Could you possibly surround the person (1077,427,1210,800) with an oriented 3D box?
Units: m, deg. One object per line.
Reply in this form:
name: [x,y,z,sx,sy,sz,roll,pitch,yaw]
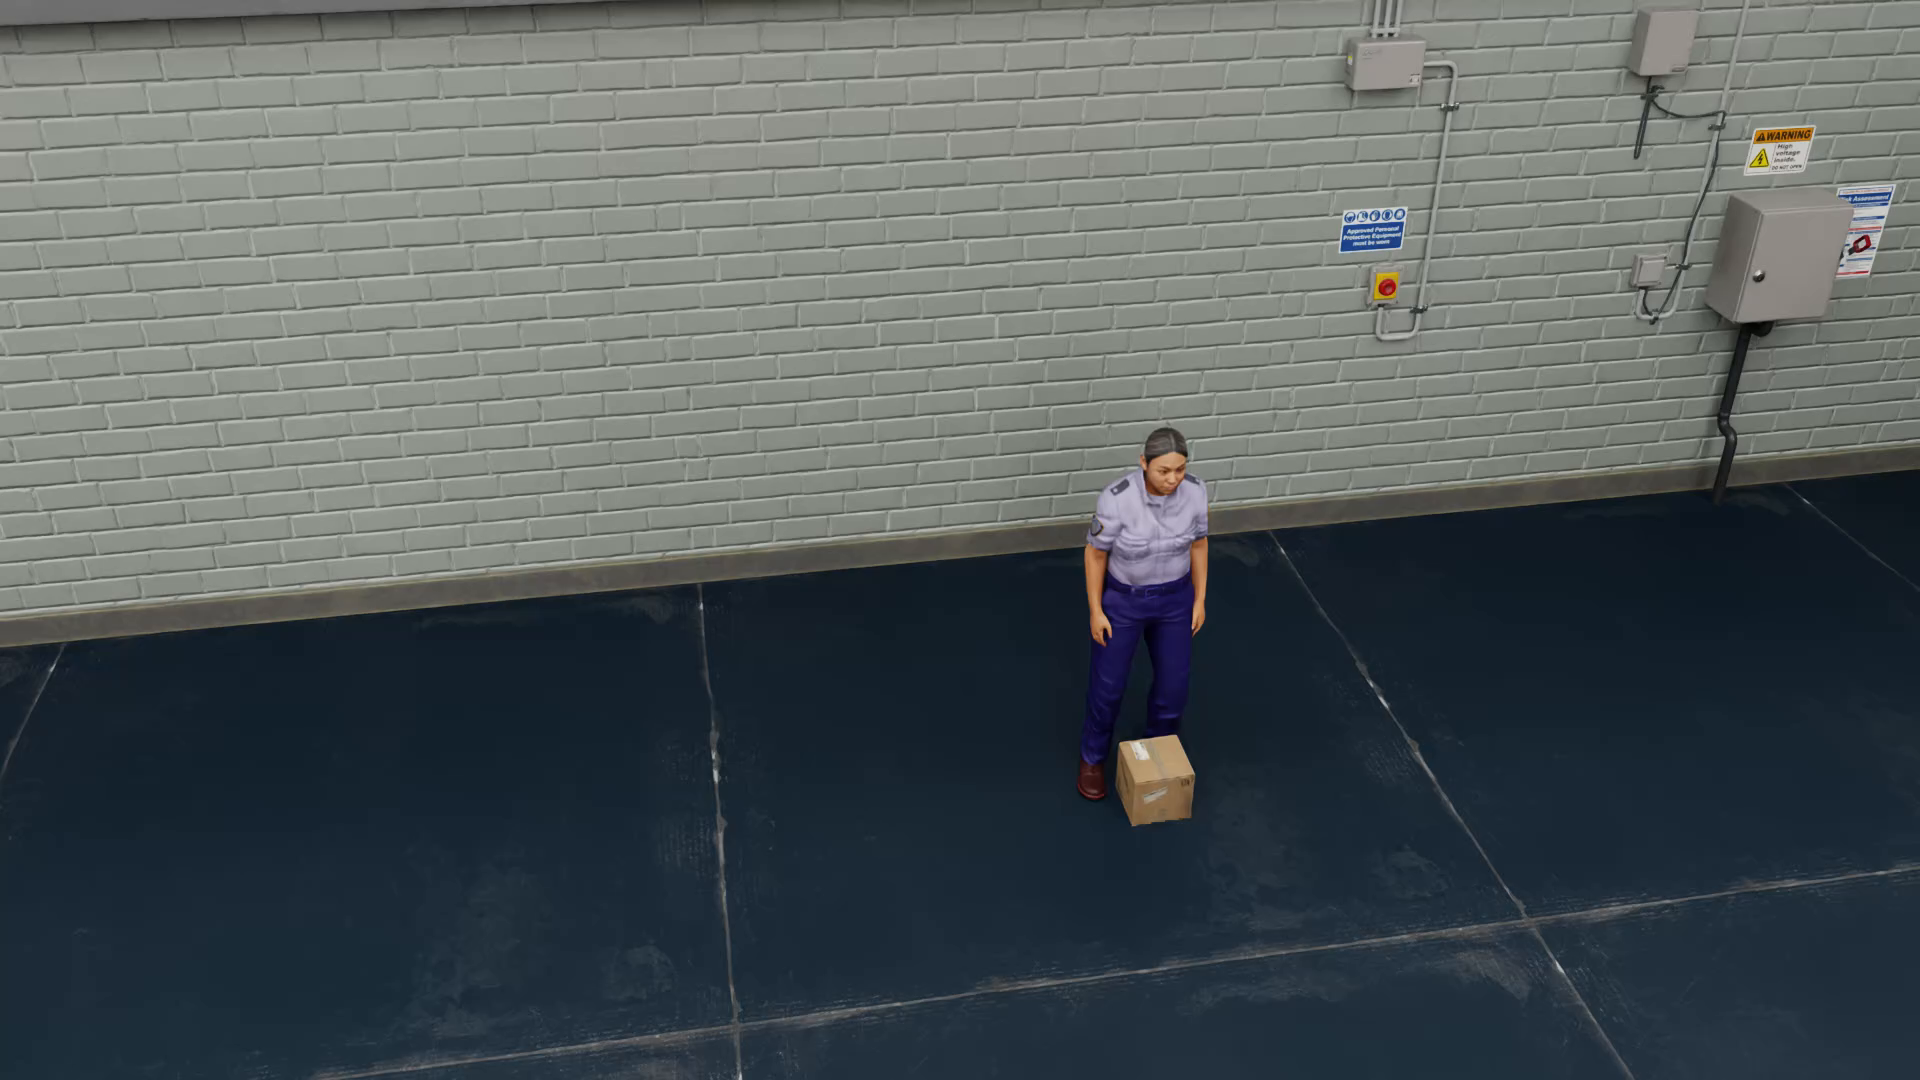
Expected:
person: [0.743,0.282,6.667,0.537,1.652,0.422,-6,31,-10]
